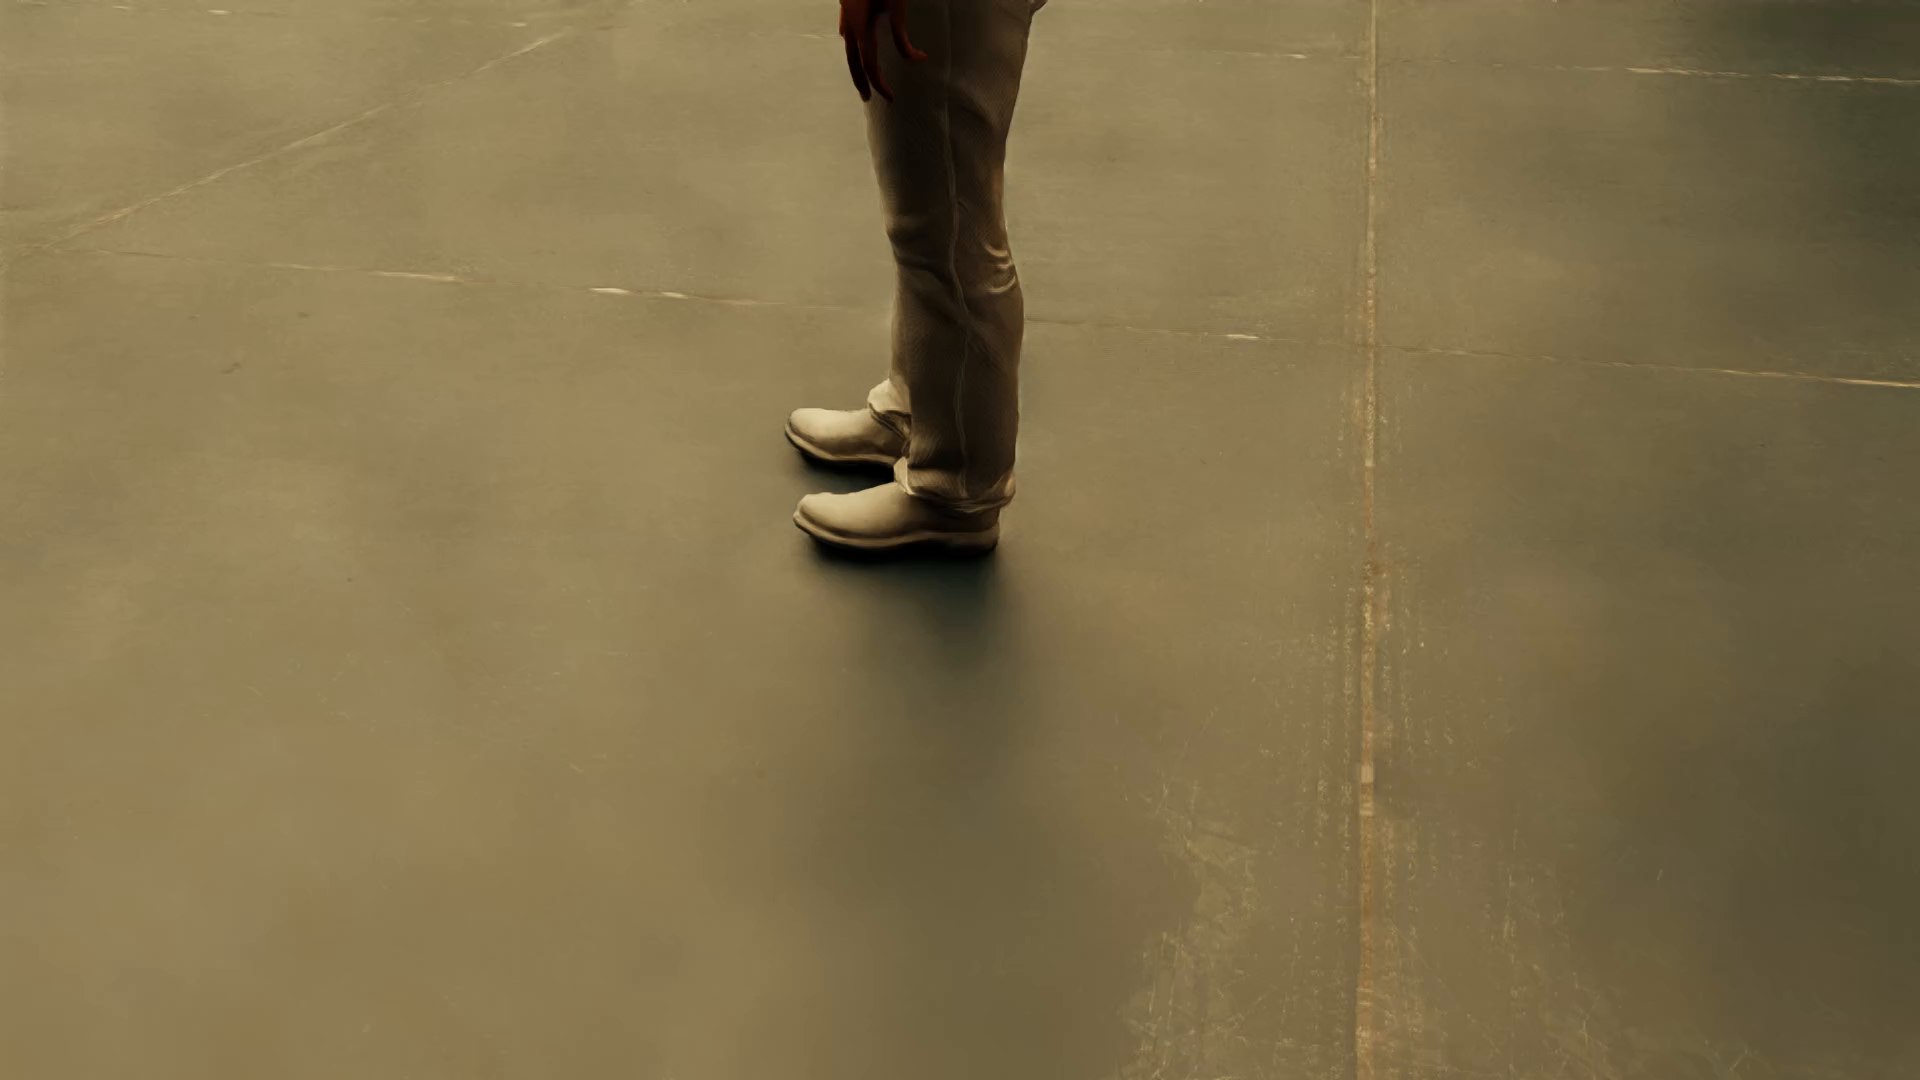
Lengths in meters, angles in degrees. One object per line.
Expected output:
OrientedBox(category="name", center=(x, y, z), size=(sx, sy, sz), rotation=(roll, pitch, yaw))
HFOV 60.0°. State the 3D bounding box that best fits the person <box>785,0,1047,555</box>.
OrientedBox(category="person", center=(-0.067, -0.804, 2.117), size=(0.576, 1.766, 0.665), rotation=(6, 27, 11))
